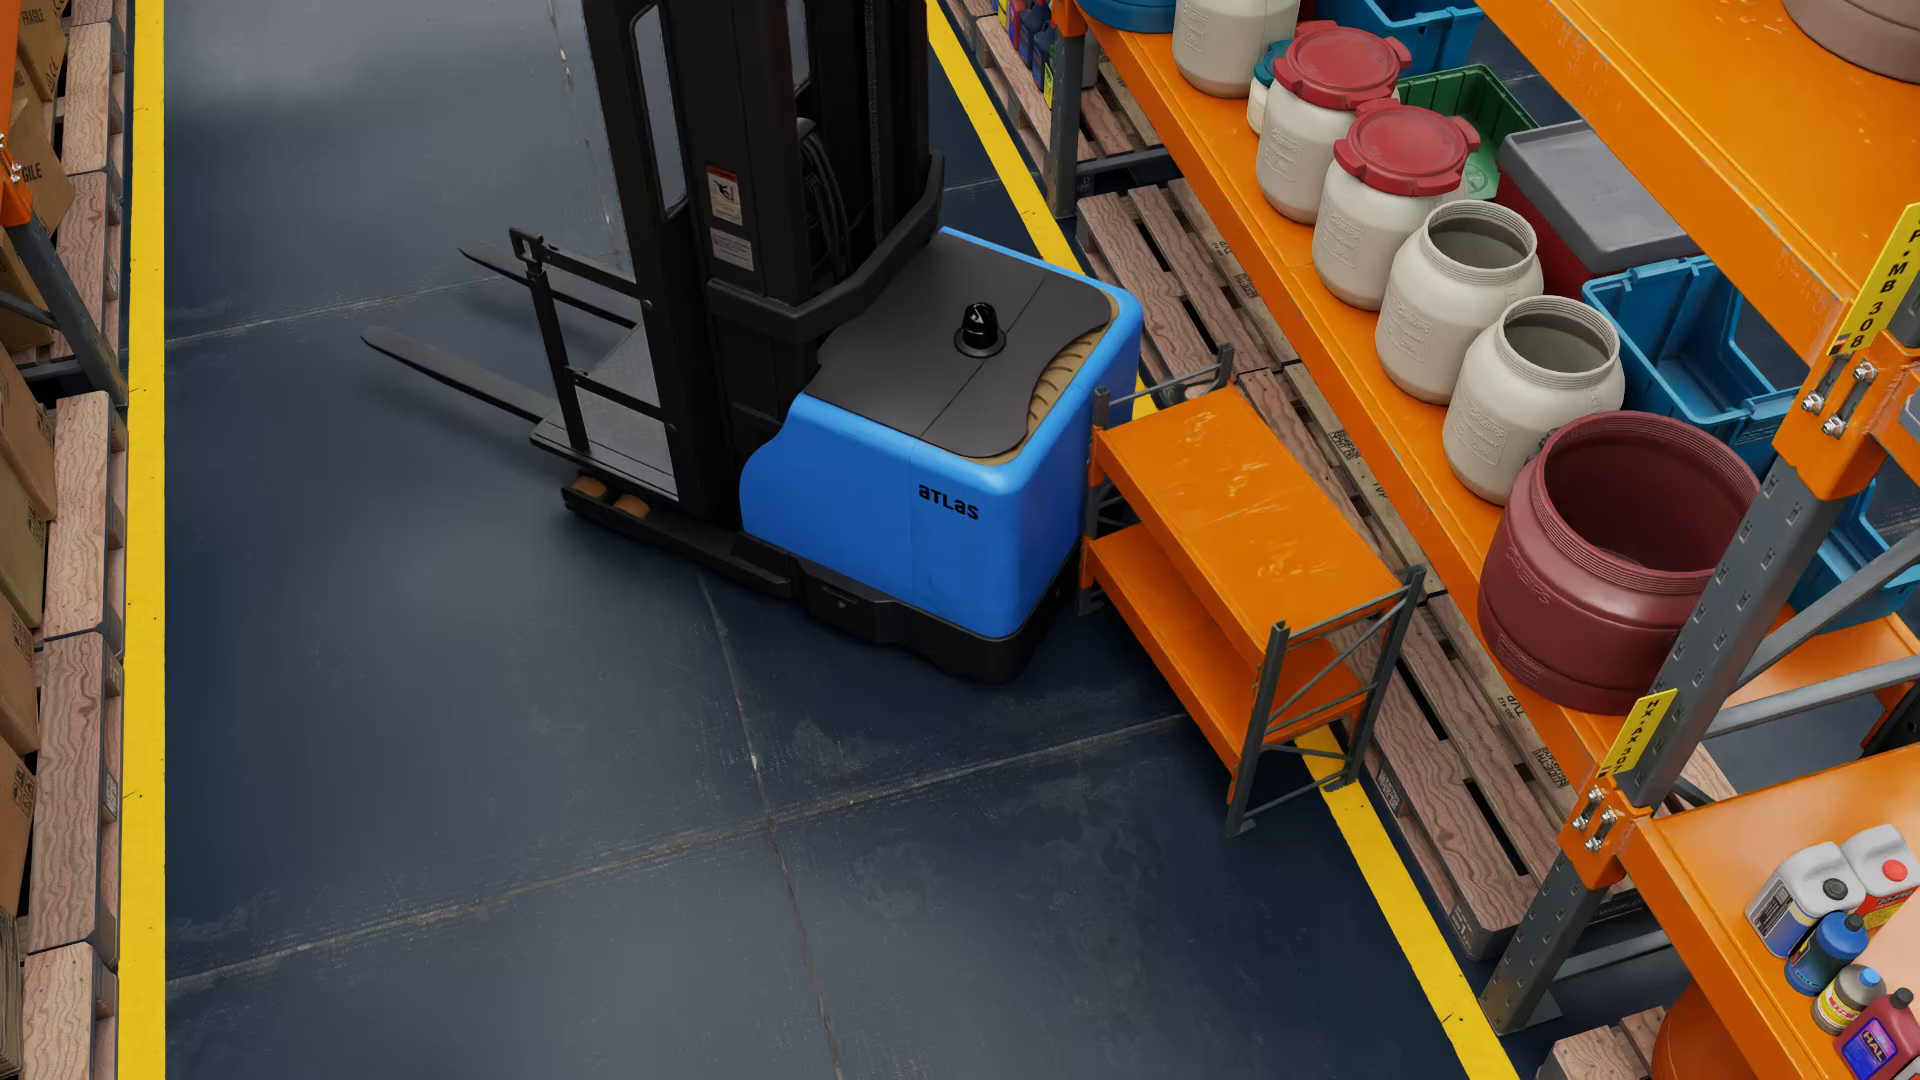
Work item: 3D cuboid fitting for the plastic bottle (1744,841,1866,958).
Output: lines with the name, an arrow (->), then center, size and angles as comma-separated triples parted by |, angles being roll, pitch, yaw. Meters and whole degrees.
plastic bottle -> 1.888, 0.798, 3.696 | 0.152, 0.276, 0.135 | -13, 51, -11

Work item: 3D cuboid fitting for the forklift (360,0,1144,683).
forklift -> -0.914, -1.285, 5.416 | 3.031, 2.935, 1.130 | 23, 54, 18

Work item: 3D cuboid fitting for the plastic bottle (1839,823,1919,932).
plastic bottle -> 2.034, 0.764, 3.725 | 0.152, 0.276, 0.135 | -13, 51, -11

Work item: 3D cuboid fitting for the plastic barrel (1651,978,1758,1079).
plastic barrel -> 2.230, 1.287, 4.348 | 0.600, 0.830, 0.708 | -13, 51, -11

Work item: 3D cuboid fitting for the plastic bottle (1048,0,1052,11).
plastic bottle -> 0.498, -2.413, 7.816 | 0.152, 0.276, 0.135 | -13, 51, -11

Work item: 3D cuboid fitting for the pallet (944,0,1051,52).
pallet -> 0.363, -3.046, 8.680 | 1.003, 0.211, 1.213 | -13, 51, -11

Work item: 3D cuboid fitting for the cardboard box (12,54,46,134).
cardboard box -> -4.361, -1.915, 7.263 | 0.500, 0.500, 0.500 | -17, 52, -14

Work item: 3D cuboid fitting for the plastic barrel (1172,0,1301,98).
plastic barrel -> 0.960, -1.848, 5.757 | 0.433, 0.535, 0.433 | 0, 50, 0

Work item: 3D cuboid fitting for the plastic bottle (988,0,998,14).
plastic bottle -> 0.224, -2.717, 8.072 | 0.152, 0.276, 0.135 | -12, 51, -10

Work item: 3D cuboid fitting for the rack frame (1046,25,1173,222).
rack frame -> 0.886, -2.552, 6.440 | 1.000, 3.000, 0.127 | -13, 51, -11

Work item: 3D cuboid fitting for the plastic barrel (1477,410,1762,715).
plastic barrel -> 1.642, 0.055, 4.153 | 0.600, 0.536, 0.708 | -13, 51, -11

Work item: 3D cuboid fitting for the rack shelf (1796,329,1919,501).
rack shelf -> 2.661, 1.095, 1.874 | 1.077, 0.370, 4.000 | -13, 51, -11

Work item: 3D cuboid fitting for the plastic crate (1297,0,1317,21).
plastic crate -> 1.322, -2.288, 6.175 | 0.402, 0.464, 0.583 | -13, 51, -11

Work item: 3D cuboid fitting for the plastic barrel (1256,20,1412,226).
plastic barrel -> 1.177, -1.312, 5.305 | 0.433, 0.535, 0.433 | 0, 50, 0

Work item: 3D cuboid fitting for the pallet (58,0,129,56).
pallet -> -4.799, -2.798, 8.471 | 1.003, 0.211, 1.213 | -13, 51, -11

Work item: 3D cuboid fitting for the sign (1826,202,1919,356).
sign -> 1.546, -0.434, 2.761 | 0.100, 0.325, 0.005 | -13, 51, -11

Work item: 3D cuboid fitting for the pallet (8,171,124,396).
pallet -> -4.078, -1.016, 6.969 | 1.003, 0.211, 1.213 | -13, 51, -11

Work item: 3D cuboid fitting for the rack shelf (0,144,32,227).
rack shelf -> -3.254, 0.260, 4.539 | 1.077, 0.370, 4.000 | -13, 51, -11

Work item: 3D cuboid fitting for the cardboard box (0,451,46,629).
cardboard box -> -3.561, 0.037, 5.604 | 0.700, 0.500, 0.500 | -14, 51, -11

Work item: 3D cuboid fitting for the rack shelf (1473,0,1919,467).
rack shelf -> 1.478, -1.826, 4.336 | 1.077, 0.370, 4.000 | -13, 51, -11

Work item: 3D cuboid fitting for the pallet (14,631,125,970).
pallet -> -3.249, 0.927, 5.330 | 1.003, 0.211, 1.213 | -13, 51, -11

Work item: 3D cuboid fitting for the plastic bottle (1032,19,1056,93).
plastic bottle -> 0.420, -2.245, 7.626 | 0.144, 0.351, 0.185 | -15, 51, -12

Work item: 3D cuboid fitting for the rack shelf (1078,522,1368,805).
rack shelf -> 0.869, 0.329, 5.557 | 0.538, 0.278, 1.000 | -20, 53, -16

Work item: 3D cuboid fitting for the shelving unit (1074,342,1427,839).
shelving unit -> 0.870, 0.171, 5.370 | 0.538, 1.125, 1.048 | -20, 53, -16

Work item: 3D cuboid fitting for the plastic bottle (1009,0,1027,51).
plastic bottle -> 0.276, -2.473, 7.862 | 0.061, 0.283, 0.133 | -10, 51, -9

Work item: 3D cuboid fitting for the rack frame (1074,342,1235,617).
rack frame -> 0.647, -0.178, 5.664 | 0.500, 1.125, 0.032 | -20, 53, -16

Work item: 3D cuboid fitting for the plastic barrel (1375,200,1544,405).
plastic barrel -> 1.436, -0.677, 4.786 | 0.421, 0.512, 0.421 | 0, 50, 0

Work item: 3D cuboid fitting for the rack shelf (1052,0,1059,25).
rack shelf -> 0.295, -3.781, 7.946 | 1.077, 0.370, 4.000 | -13, 51, -11

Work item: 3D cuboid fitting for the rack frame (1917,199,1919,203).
rack frame -> 2.069, -1.564, 1.683 | 1.000, 3.000, 0.127 | -13, 51, -11

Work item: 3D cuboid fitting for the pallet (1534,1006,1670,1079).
pallet -> 2.342, 1.834, 4.565 | 1.003, 0.211, 1.213 | -13, 51, -11

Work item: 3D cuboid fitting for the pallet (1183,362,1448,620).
pallet -> 1.520, -0.196, 6.277 | 1.003, 0.211, 1.213 | -13, 51, -11

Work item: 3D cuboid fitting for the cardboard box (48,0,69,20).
cardboard box -> -4.650, -2.795, 8.004 | 0.500, 0.500, 0.500 | -2, 50, -1

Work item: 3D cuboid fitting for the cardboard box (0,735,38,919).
cardboard box -> -3.230, 0.853, 4.916 | 0.700, 0.500, 0.500 | -9, 51, -8

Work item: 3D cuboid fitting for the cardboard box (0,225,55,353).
cardboard box -> -3.925, -1.063, 6.545 | 0.500, 0.500, 0.500 | -15, 51, -12

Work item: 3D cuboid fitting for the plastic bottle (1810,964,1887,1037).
plastic bottle -> 1.925, 0.984, 3.588 | 0.097, 0.201, 0.097 | 0, 50, 0

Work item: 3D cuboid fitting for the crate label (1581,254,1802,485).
crate label -> 2.034, -0.429, 4.627 | 0.502, 0.435, 0.616 | -13, 51, -11

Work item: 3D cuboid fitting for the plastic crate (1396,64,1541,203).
plastic crate -> 1.671, -1.276, 5.502 | 0.450, 0.188, 0.662 | -13, 51, -11
